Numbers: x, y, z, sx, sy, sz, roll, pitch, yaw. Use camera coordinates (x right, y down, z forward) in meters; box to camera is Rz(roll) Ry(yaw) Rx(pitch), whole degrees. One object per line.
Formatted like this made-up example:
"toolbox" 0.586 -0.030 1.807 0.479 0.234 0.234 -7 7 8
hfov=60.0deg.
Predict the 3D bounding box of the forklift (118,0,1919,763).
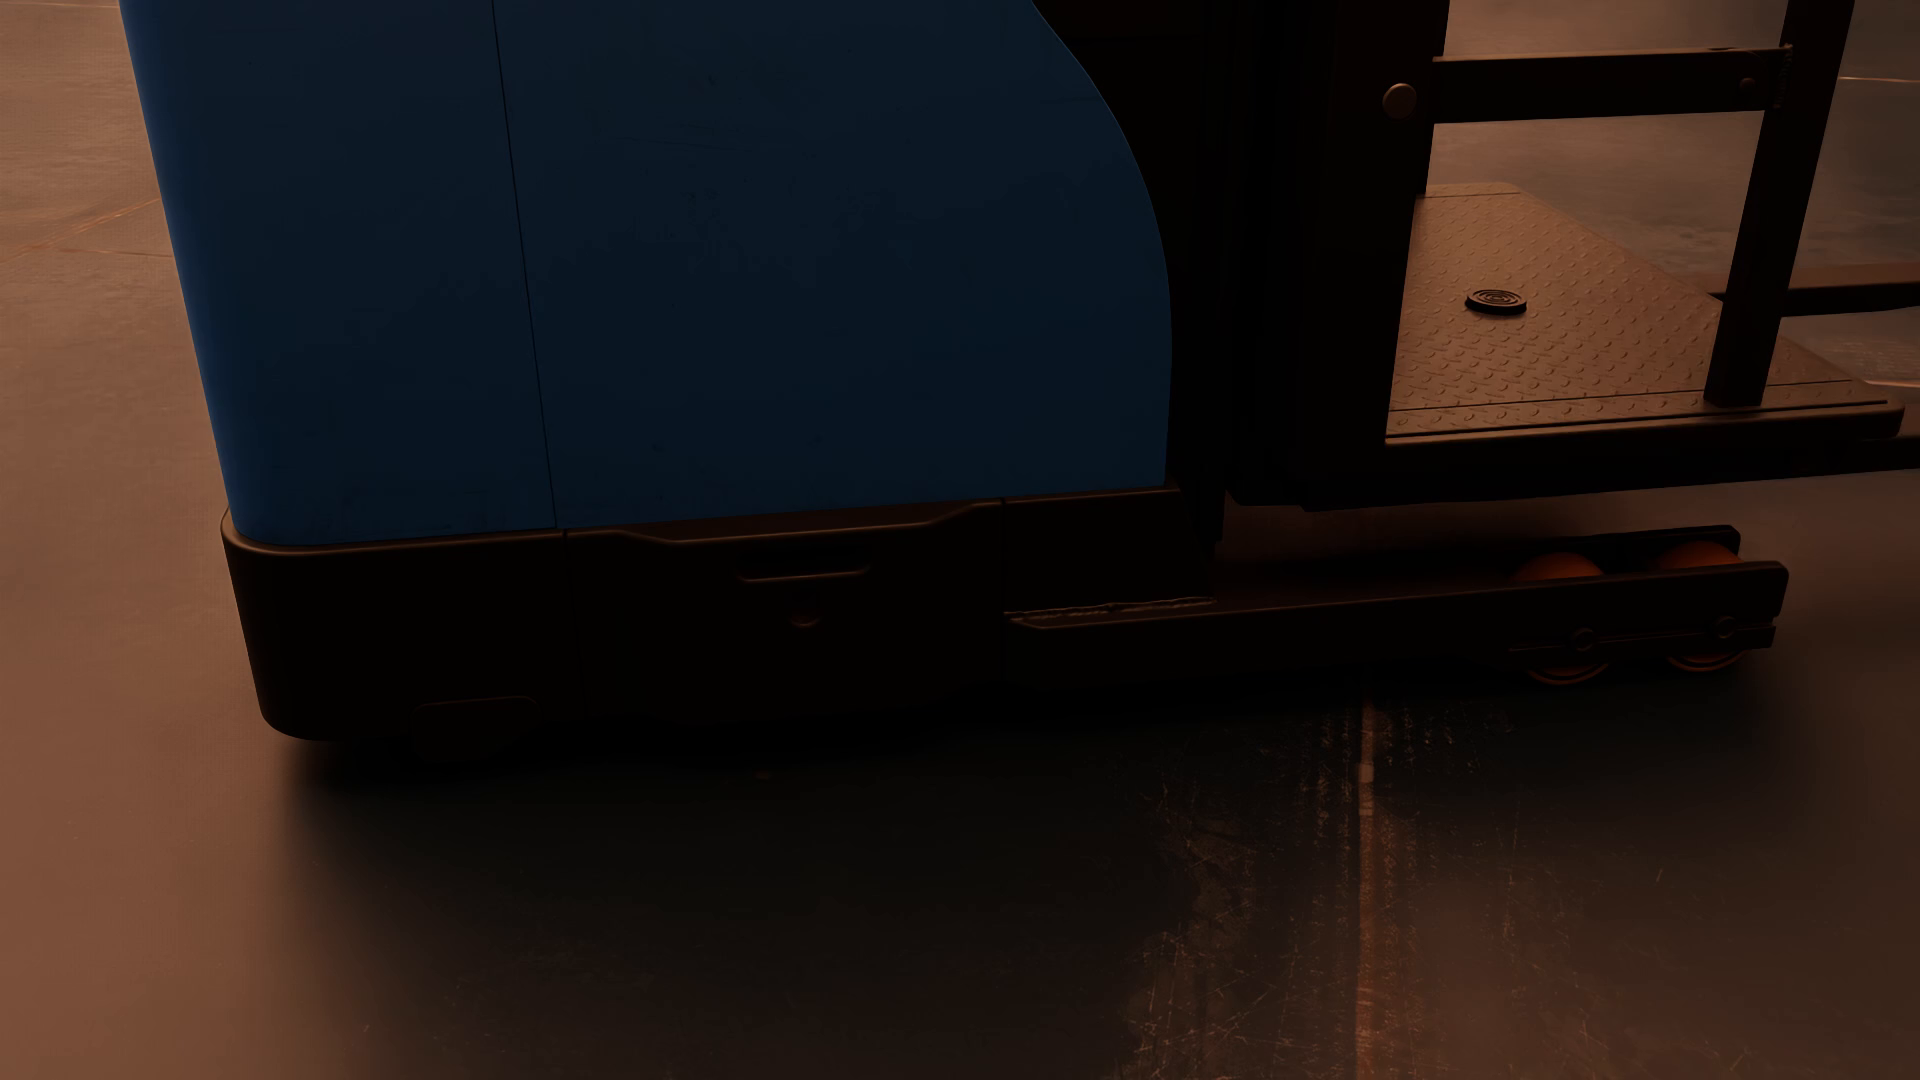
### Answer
"forklift" 0.600 -1.354 1.930 3.031 2.935 1.130 -4 27 -9
